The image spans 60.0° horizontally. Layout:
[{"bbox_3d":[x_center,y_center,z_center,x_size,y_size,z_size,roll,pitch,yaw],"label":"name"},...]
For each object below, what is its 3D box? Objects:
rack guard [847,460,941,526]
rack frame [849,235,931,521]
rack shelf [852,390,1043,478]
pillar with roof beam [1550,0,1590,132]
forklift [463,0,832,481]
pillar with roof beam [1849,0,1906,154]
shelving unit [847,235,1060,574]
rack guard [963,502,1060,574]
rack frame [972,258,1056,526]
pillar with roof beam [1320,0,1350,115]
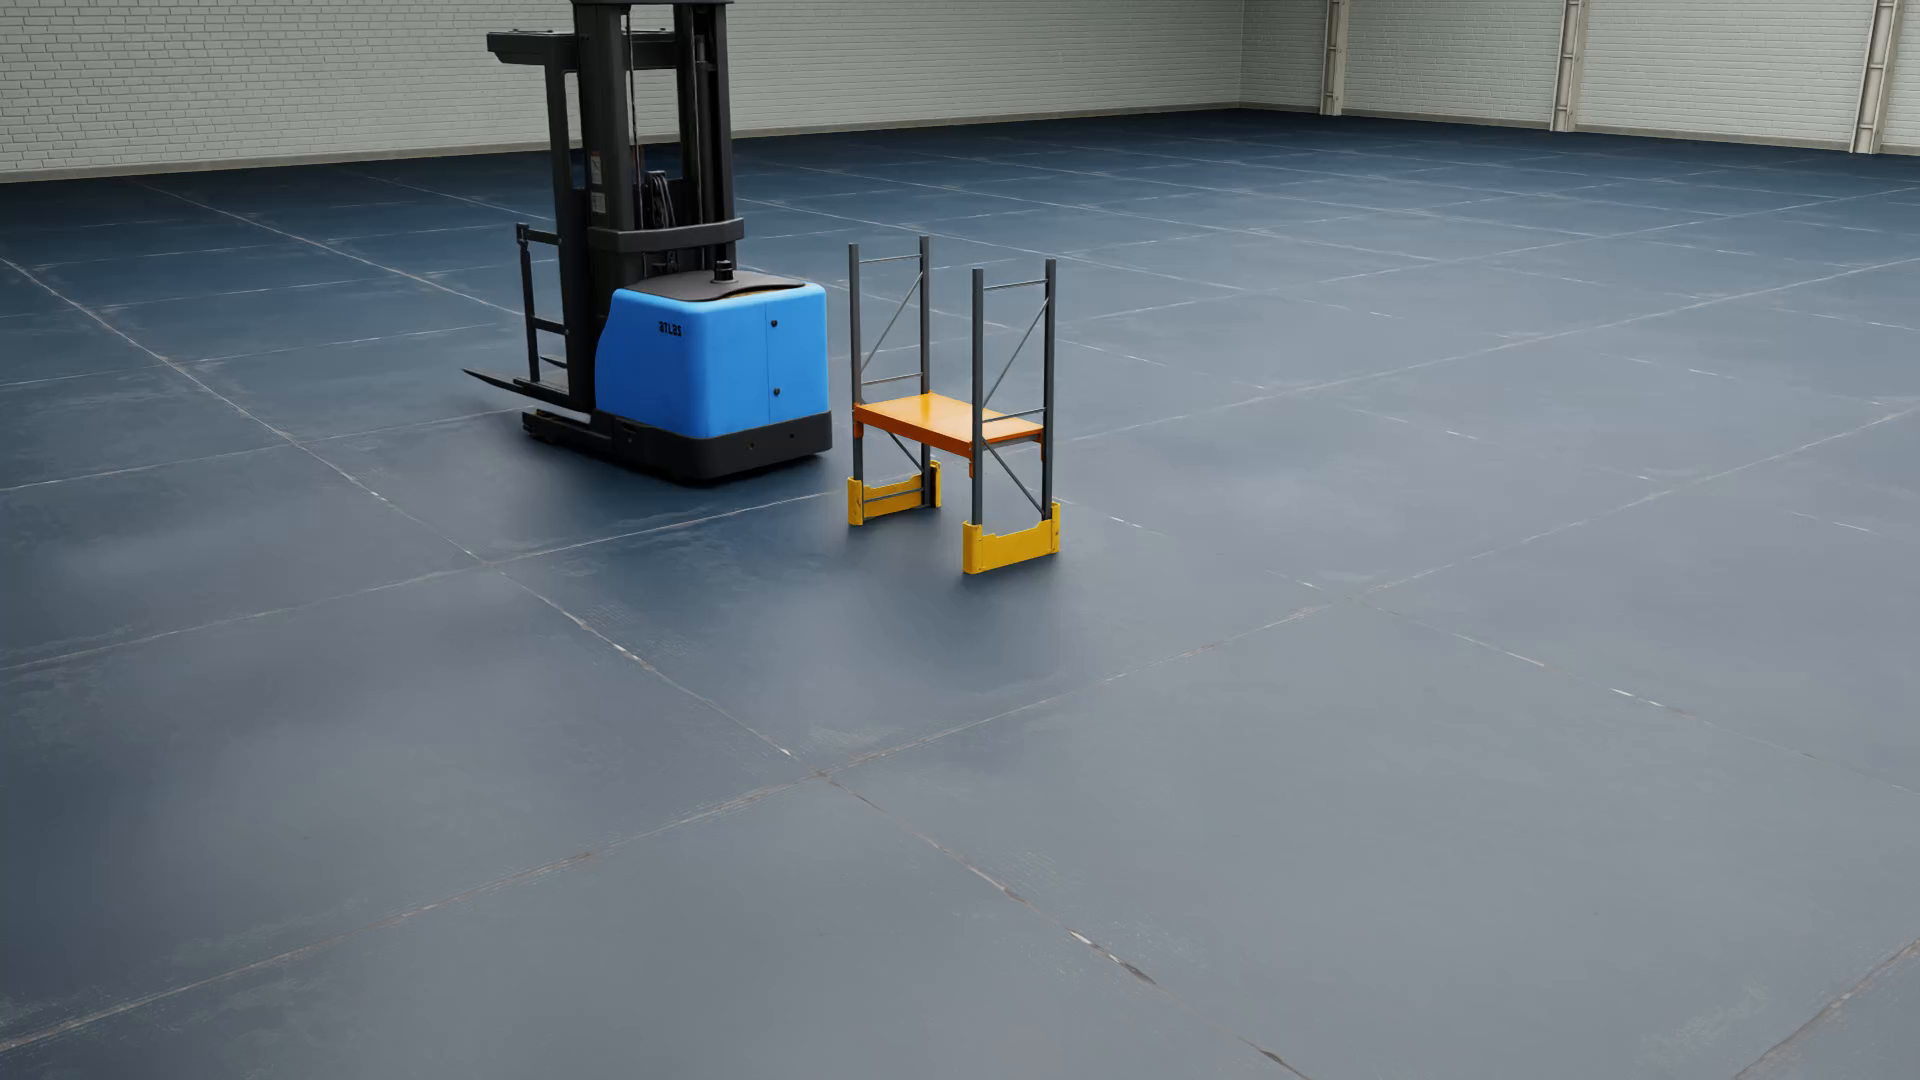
[{"bbox_3d":[-0.357,-0.260,9.112,0.587,0.250,0.087,-14,23,-36],"label":"rack guard"},{"bbox_3d":[-0.369,-0.858,8.929,0.500,1.500,0.032,-14,23,-36],"label":"rack frame"},{"bbox_3d":[-0.053,-0.562,8.608,0.538,0.185,1.000,-14,23,-36],"label":"rack shelf"},{"bbox_3d":[8.902,-11.765,29.937,9.100,9.000,0.400,-14,23,-36],"label":"pillar with roof beam"},{"bbox_3d":[-2.178,-2.113,10.441,1.130,2.935,3.031,-17,25,-42],"label":"forklift"},{"bbox_3d":[12.628,-10.286,25.472,9.100,9.000,0.400,-14,23,-36],"label":"pillar with roof beam"},{"bbox_3d":[-0.047,-0.731,8.544,0.587,1.500,1.083,-14,23,-36],"label":"shelving unit"},{"bbox_3d":[0.262,-0.015,8.370,0.587,0.250,0.087,-14,23,-36],"label":"rack guard"},{"bbox_3d":[0.263,-0.608,8.173,0.500,1.500,0.032,-14,23,-36],"label":"rack frame"},{"bbox_3d":[5.177,-13.243,34.402,9.100,9.000,0.400,-14,23,-36],"label":"pillar with roof beam"}]
